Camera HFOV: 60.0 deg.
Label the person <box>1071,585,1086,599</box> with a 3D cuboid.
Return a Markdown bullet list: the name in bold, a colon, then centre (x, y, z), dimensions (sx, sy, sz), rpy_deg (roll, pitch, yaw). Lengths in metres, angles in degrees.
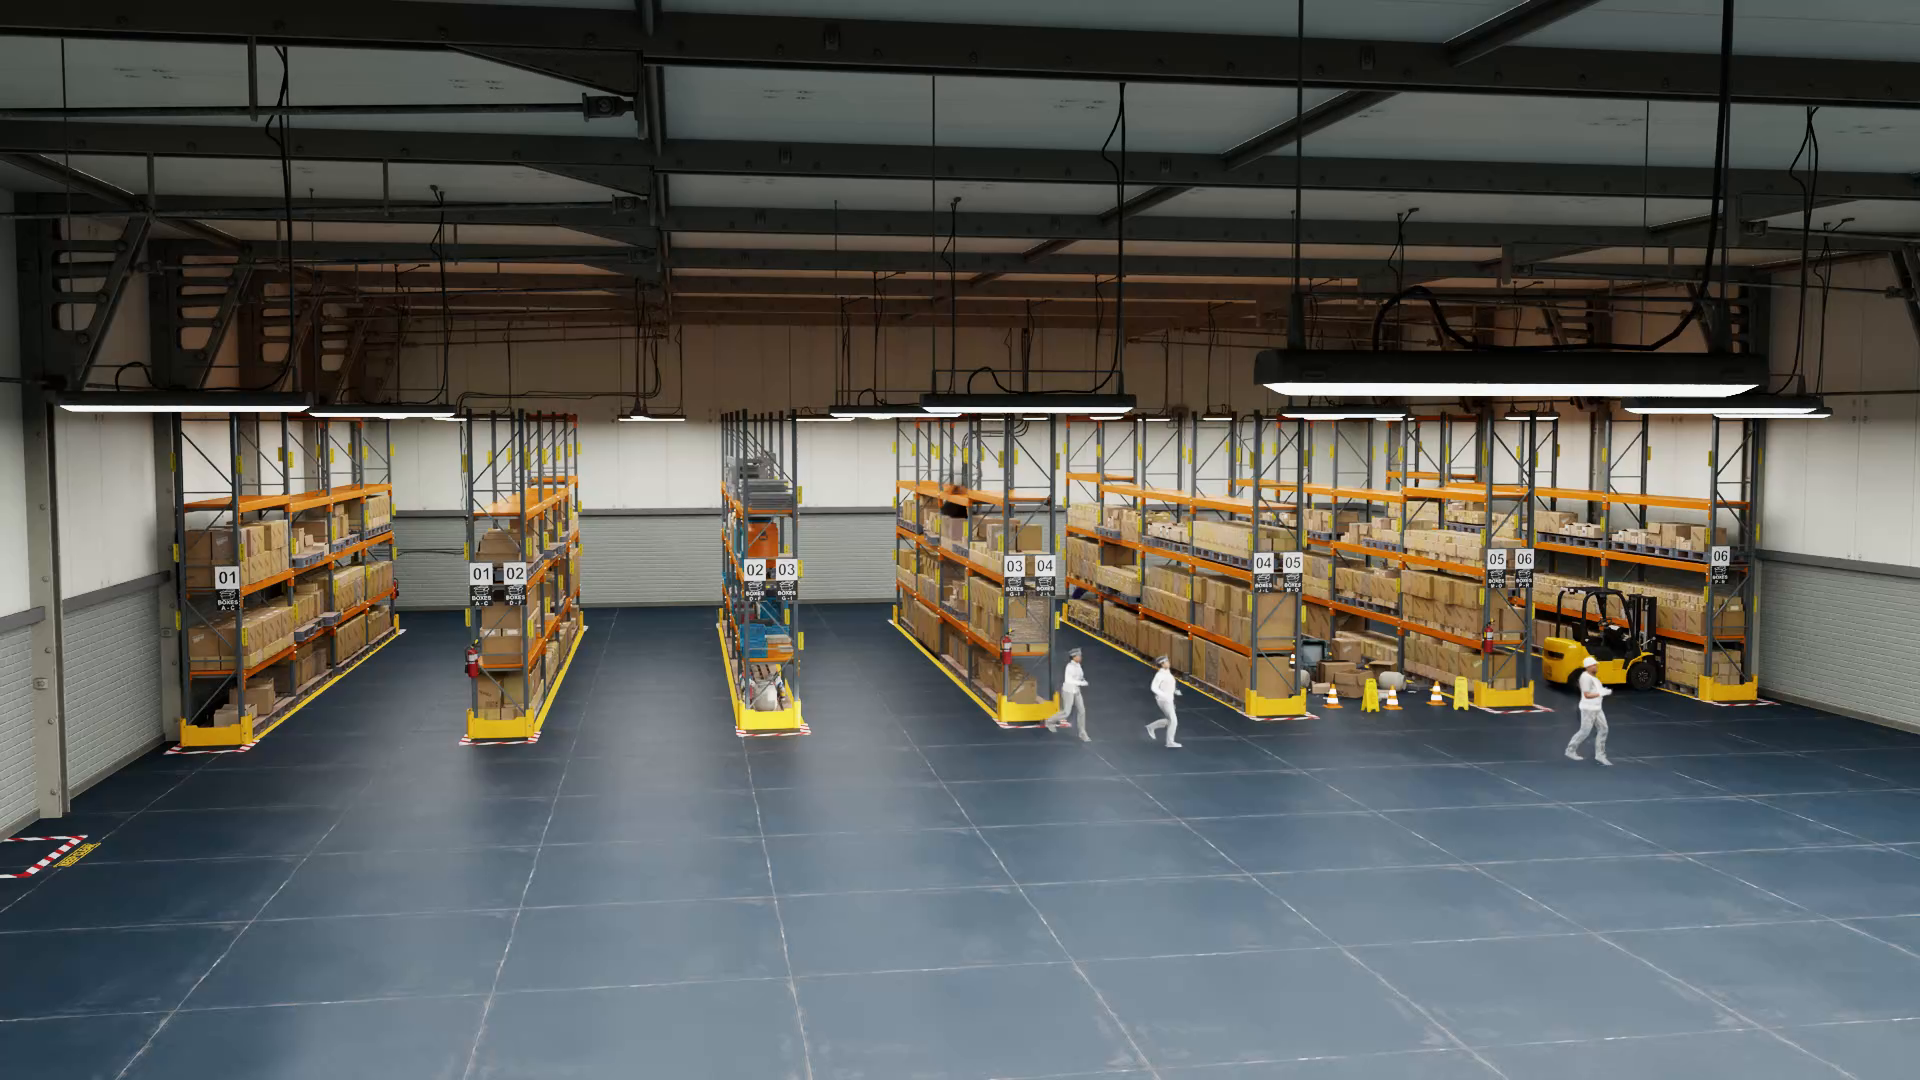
- **person**: centre (3.544, 1.472, 49.752), dimensions (0.678, 1.585, 0.622), rpy_deg (-1, 4, -9)

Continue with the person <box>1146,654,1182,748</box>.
- **person**: centre (3.605, 2.838, 29.476), dimensions (0.685, 1.653, 0.620), rpy_deg (2, 4, 27)

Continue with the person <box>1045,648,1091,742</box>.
- **person**: centre (1.981, 2.797, 30.219), dimensions (0.925, 1.719, 0.644), rpy_deg (2, 4, 27)

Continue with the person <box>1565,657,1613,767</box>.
- **person**: centre (10.569, 2.874, 27.900), dimensions (0.763, 1.835, 0.657), rpy_deg (3, 5, 37)
